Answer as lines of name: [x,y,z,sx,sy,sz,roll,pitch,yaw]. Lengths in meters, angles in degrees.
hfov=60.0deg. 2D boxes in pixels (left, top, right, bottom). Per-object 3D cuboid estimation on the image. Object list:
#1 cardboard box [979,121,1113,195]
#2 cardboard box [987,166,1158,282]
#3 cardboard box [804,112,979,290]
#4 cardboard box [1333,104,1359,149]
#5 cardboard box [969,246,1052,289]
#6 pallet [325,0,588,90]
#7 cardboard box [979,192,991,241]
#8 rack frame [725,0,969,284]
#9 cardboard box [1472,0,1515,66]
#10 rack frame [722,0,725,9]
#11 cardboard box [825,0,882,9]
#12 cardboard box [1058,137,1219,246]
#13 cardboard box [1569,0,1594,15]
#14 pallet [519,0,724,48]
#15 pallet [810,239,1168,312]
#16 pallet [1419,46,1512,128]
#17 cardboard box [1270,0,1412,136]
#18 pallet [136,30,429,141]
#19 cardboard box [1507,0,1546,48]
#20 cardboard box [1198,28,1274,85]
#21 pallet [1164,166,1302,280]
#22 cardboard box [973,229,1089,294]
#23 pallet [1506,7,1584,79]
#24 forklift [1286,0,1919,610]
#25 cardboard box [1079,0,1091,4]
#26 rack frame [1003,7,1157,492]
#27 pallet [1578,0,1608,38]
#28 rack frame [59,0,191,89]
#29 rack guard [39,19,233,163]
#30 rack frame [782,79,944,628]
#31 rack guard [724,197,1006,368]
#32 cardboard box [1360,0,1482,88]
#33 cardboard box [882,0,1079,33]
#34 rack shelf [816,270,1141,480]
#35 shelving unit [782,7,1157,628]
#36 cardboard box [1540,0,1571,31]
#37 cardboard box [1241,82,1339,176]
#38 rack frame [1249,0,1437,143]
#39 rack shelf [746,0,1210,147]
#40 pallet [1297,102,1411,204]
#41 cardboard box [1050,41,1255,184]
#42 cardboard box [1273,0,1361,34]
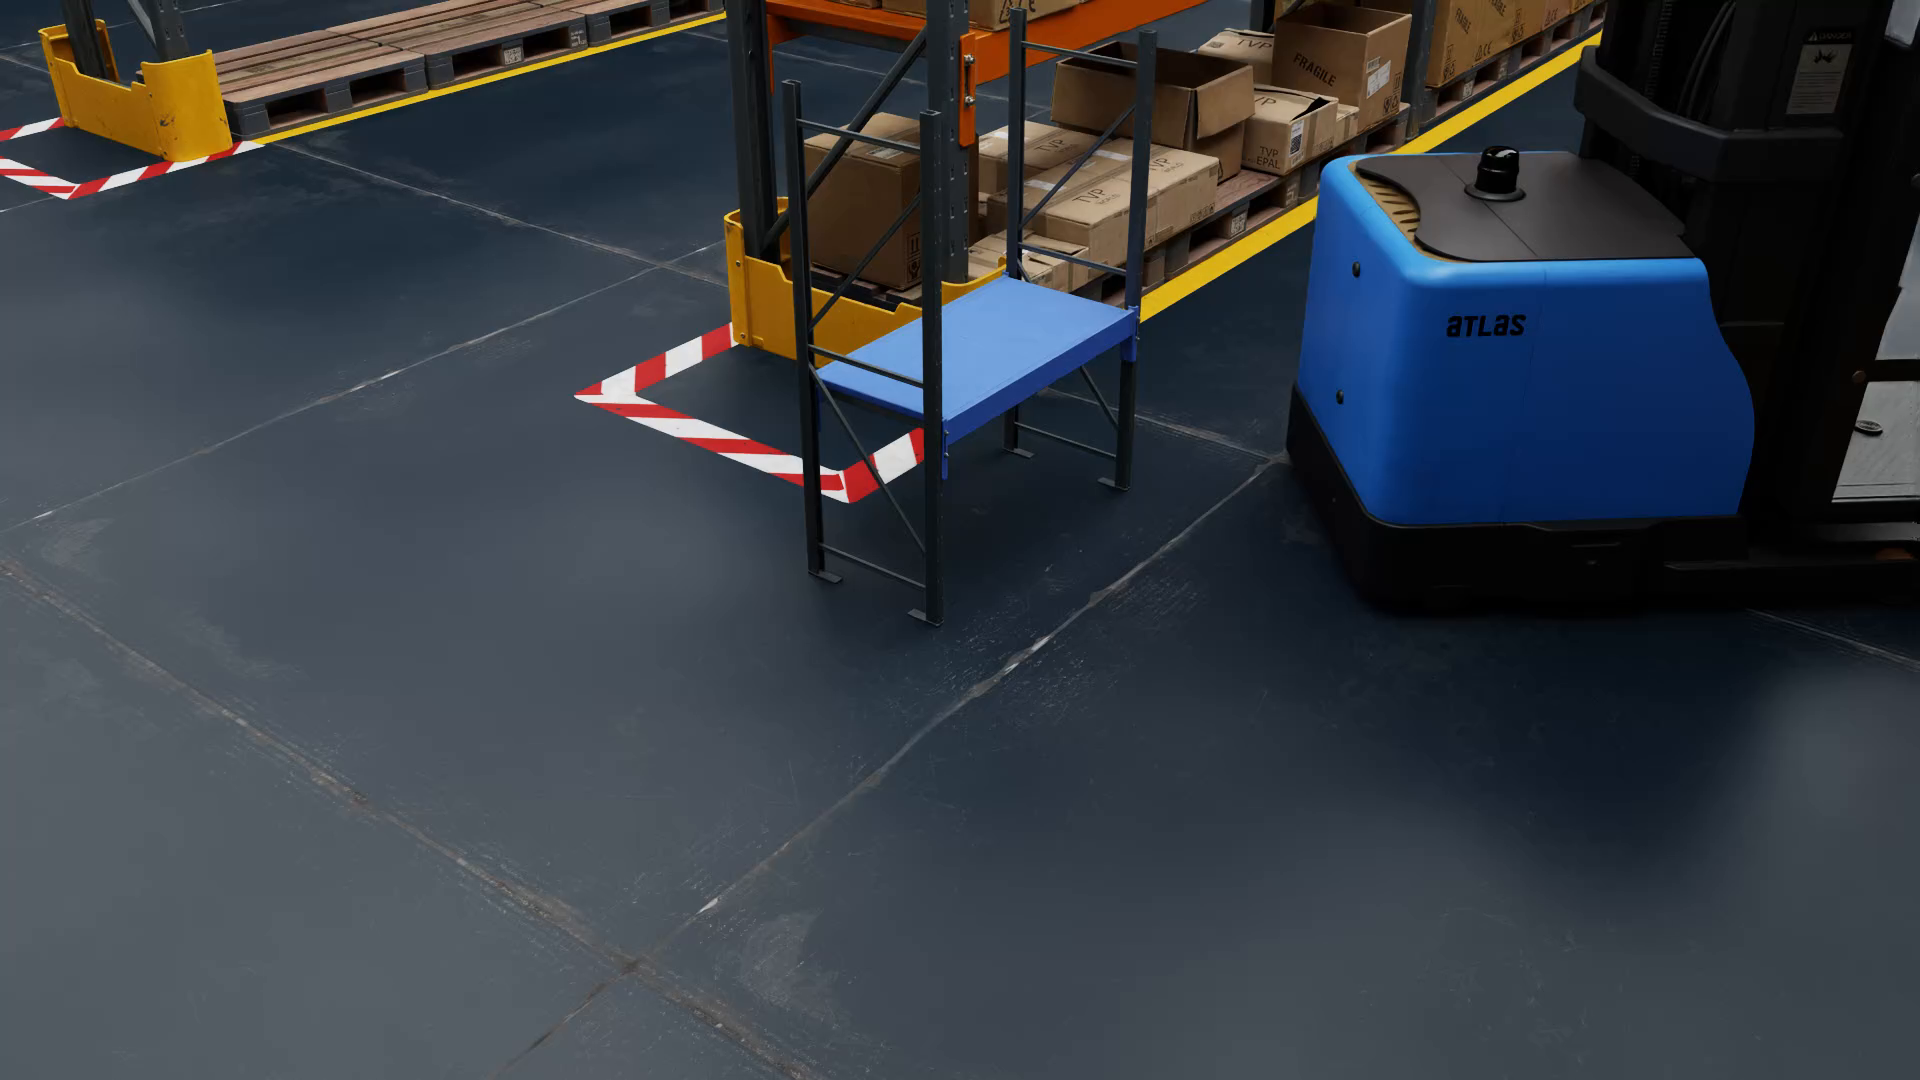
cardboard box: [0.327,-1.626,7.317,0.500,0.250,0.500,21,37,31]
cardboard box: [0.454,-1.289,6.749,0.500,0.250,0.500,21,37,31]
cardboard box: [-0.271,-1.357,6.617,0.500,0.500,0.500,21,37,31]
cardboard box: [1.716,-2.045,8.123,0.380,0.149,0.250,21,37,31]
cardboard box: [0.124,-0.973,6.315,0.380,0.149,0.250,21,37,31]
pallet: [-3.084,-3.089,10.255,1.003,0.211,1.213,21,37,31]
cardboard box: [0.045,-1.350,6.933,0.380,0.166,0.250,21,37,31]
rack frame: [-0.403,-1.946,5.591,1.000,3.000,0.127,21,37,31]
cardboard box: [2.811,-3.027,9.437,0.500,0.500,0.500,22,37,32]
rack frame: [-1.935,-5.098,10.909,1.000,3.000,0.127,21,37,31]
cardboard box: [-0.349,-2.255,6.014,0.500,0.500,0.500,22,37,33]
cardboard box: [0.755,-1.492,7.091,0.500,0.250,0.500,21,37,31]
cardboard box: [3.736,-3.649,10.485,0.500,0.500,0.500,20,36,30]
pallet: [-2.348,-3.587,11.096,1.003,0.211,1.213,21,37,31]
pallet: [0.124,-1.101,6.902,1.003,0.211,1.213,21,37,31]
pallet: [2.473,-2.714,9.623,1.003,0.211,1.213,21,37,31]
cardboard box: [1.894,-2.367,8.322,0.500,0.500,0.500,21,37,31]
pallet: [-3.821,-2.595,9.422,1.003,0.211,1.213,21,37,31]
cardboard box: [3.119,-3.228,9.775,0.500,0.500,0.500,22,37,32]
cardboard box: [1.586,-2.500,8.732,0.500,0.311,0.500,21,37,31]
pallet: [0.861,-1.595,7.735,1.003,0.211,1.213,21,37,31]
cardboard box: [0.275,-1.082,6.481,0.380,0.166,0.250,21,37,31]
pallet: [3.209,-3.212,10.463,1.003,0.211,1.213,21,37,31]
forklift: [2.643,-1.340,4.636,3.031,2.935,1.130,-2,31,-3]
cardboard box: [0.383,-2.299,6.090,0.500,0.500,0.500,21,36,31]
rack frame: [0.358,-0.887,5.275,0.500,1.500,0.032,21,37,31]
pallet: [3.946,-3.706,11.296,1.003,0.211,1.213,21,37,31]
rack frame: [-4.350,-3.472,8.166,1.000,3.000,0.127,21,37,31]
rack guard: [-4.354,-2.383,8.780,1.175,0.500,0.348,21,37,31]
rack frame: [-0.255,-0.473,4.577,0.500,1.500,0.032,21,37,31]
rack guard: [-0.357,-0.901,6.281,1.175,0.500,0.348,21,37,31]
cardboard box: [2.498,-2.807,9.065,0.500,0.500,0.500,19,36,29]
cardboard box: [0.075,-2.088,5.733,0.500,0.500,0.500,22,37,32]
rack shelf: [0.051,-0.525,5.018,0.538,0.185,1.000,21,37,31]
shelving unit: [0.051,-0.680,4.926,0.538,1.500,1.048,21,37,31]
cardboard box: [3.425,-3.434,10.122,0.500,0.500,0.500,20,36,30]
cardboard box: [1.441,-1.980,7.855,0.500,0.311,0.500,21,37,31]
rack frame: [2.012,-3.572,8.335,1.000,3.000,0.127,21,37,31]
rack shelf: [0.805,-2.449,7.146,1.077,0.370,4.000,21,37,31]
pallet: [1.597,-2.093,8.575,1.003,0.211,1.213,21,37,31]
cardboard box: [0.882,-1.922,7.568,0.797,0.503,0.637,21,37,31]
cardboard box: [2.081,-2.974,9.347,0.500,0.500,0.500,21,37,31]
